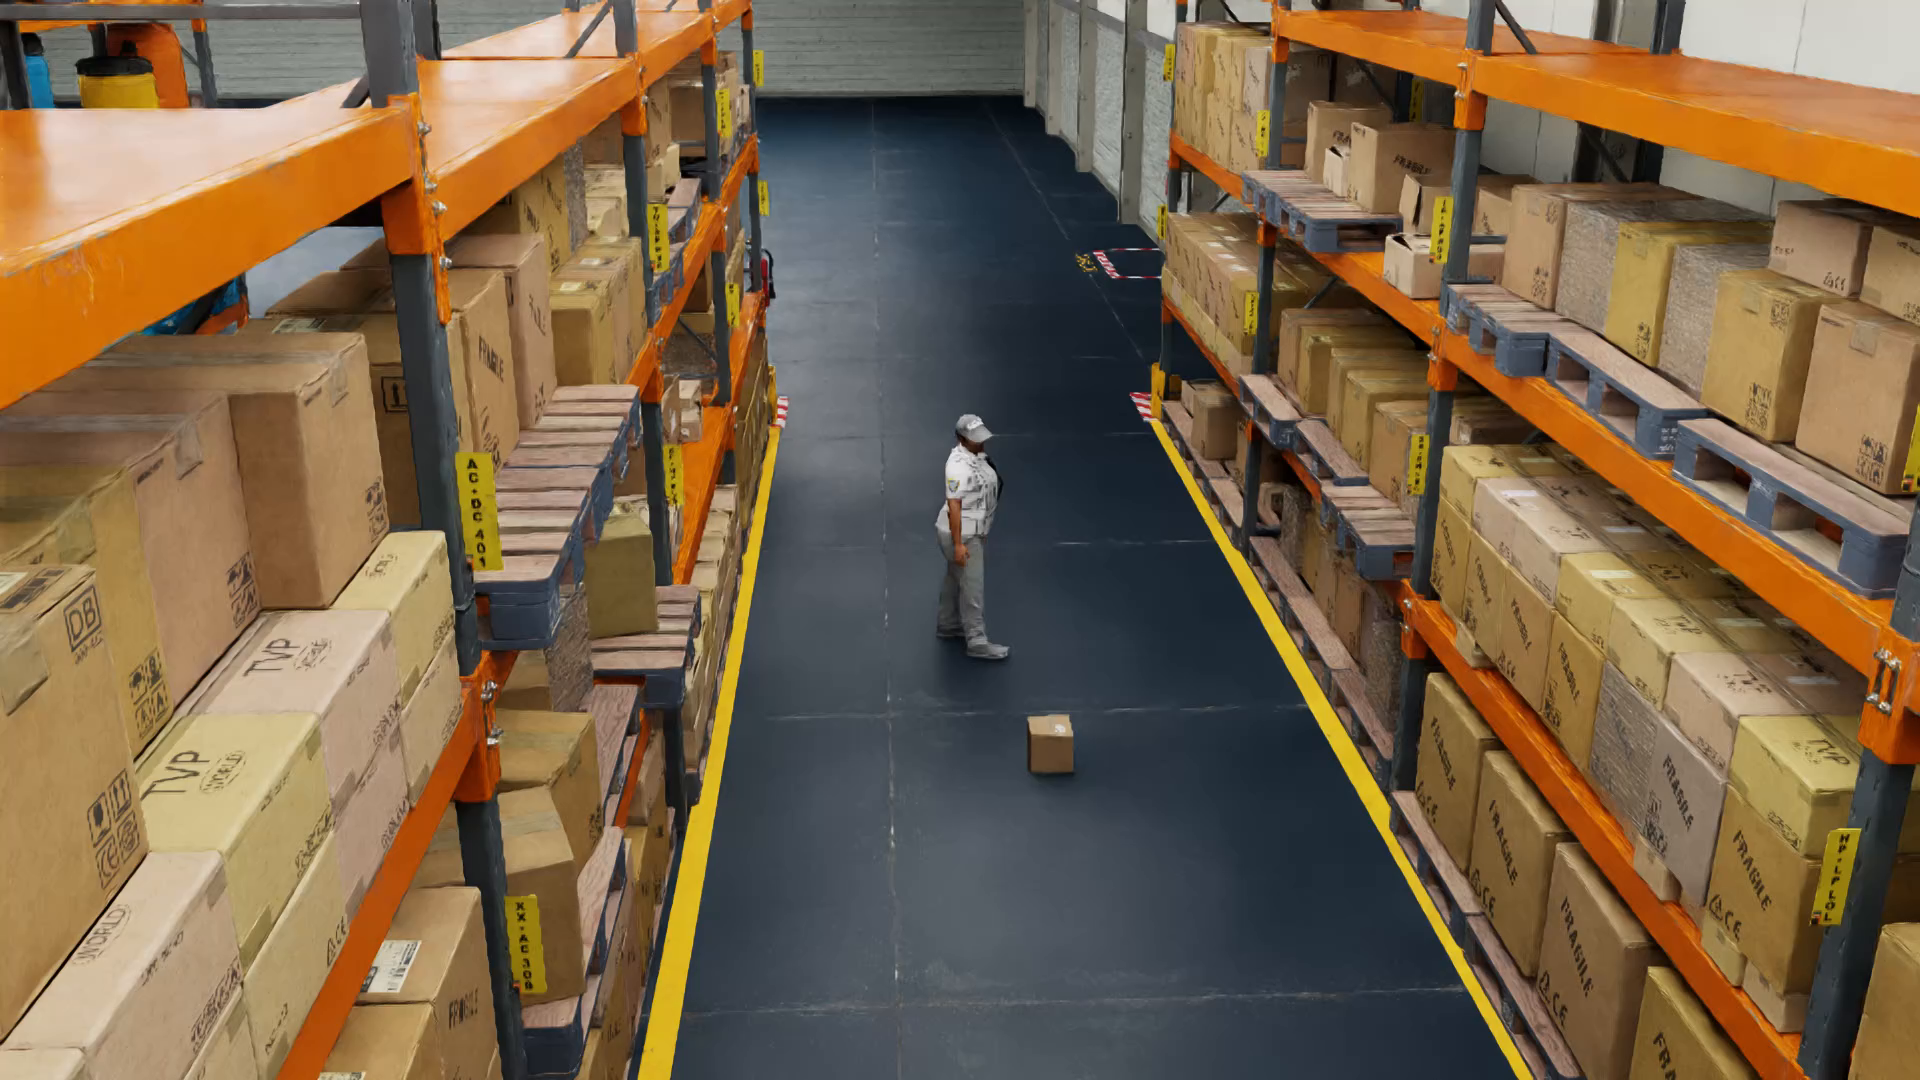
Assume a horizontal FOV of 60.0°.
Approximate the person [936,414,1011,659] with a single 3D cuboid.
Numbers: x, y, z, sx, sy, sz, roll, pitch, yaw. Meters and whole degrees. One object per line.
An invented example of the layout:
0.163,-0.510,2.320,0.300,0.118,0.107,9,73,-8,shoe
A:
0.089,-0.042,11.129,0.564,1.658,0.604,4,21,11,person
